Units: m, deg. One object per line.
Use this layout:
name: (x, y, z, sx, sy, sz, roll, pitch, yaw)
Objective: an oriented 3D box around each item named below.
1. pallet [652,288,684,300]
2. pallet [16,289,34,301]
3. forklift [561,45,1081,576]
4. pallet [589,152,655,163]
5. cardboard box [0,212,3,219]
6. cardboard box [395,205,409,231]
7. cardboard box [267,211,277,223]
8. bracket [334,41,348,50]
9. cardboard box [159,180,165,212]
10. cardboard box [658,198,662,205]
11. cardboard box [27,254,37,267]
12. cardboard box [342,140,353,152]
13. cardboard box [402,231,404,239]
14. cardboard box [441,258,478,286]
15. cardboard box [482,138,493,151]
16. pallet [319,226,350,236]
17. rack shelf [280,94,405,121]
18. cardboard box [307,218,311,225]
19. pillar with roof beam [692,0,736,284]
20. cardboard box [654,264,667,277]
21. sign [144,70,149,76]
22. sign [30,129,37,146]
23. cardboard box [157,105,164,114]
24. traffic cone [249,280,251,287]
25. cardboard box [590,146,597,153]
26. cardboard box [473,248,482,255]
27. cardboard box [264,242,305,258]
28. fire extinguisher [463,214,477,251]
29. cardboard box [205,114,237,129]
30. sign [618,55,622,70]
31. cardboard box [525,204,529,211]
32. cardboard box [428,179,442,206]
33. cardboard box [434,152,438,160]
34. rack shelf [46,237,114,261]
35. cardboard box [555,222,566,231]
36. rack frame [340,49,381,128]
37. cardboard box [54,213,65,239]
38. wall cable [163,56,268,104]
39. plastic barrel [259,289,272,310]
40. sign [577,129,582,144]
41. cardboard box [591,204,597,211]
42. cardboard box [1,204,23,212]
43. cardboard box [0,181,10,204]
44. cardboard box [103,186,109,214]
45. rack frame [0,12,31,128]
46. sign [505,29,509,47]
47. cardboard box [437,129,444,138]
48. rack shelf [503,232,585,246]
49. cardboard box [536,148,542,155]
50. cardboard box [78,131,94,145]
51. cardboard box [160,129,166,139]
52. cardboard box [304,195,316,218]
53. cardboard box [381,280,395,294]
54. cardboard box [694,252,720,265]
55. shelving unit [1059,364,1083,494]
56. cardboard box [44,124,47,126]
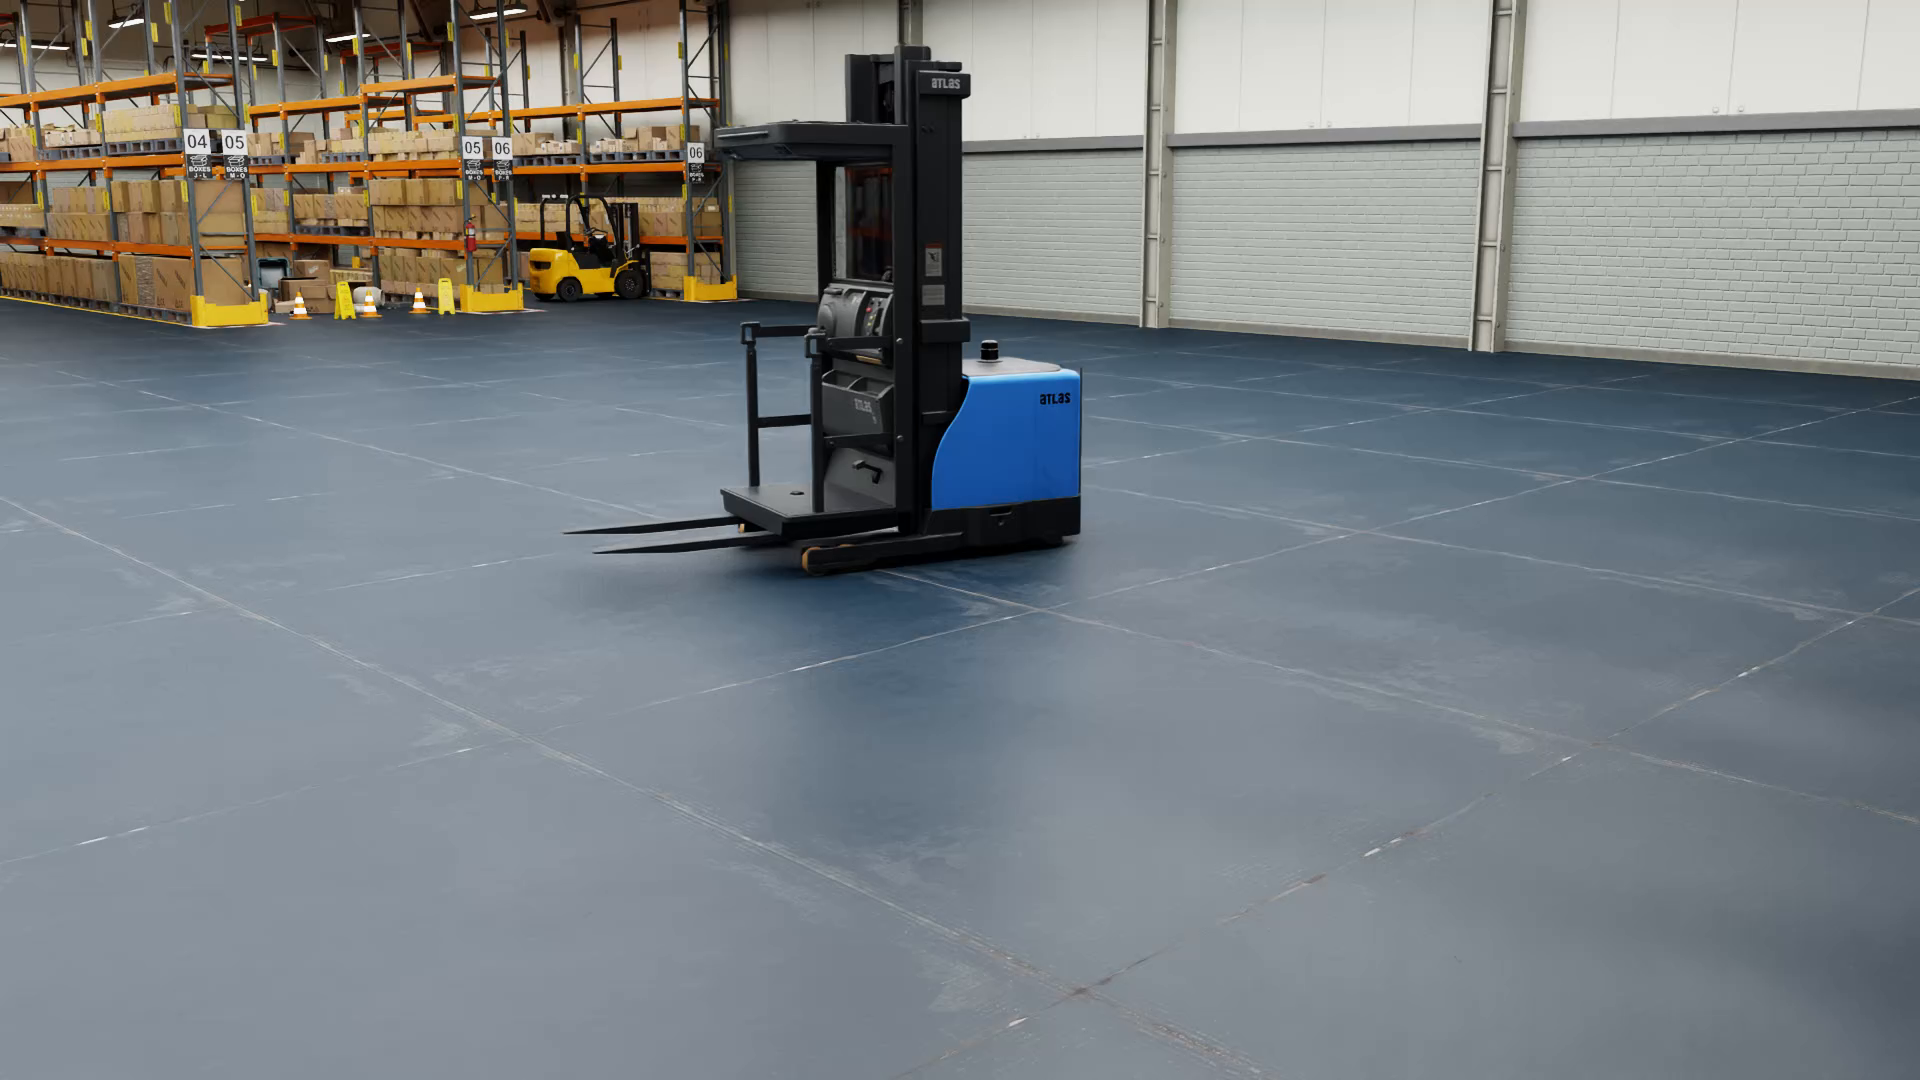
pallet: (-5.801, -5.256, 35.399, 1.003, 0.211, 1.213, -11, 16, -43)
pallet: (-19.242, -5.213, 35.191, 1.003, 0.211, 1.213, -11, 16, -43)
forklift: (-0.800, -1.353, 9.717, 3.031, 2.935, 1.130, -6, 13, -28)
pallet: (-7.397, -8.404, 36.557, 1.003, 0.211, 1.213, -11, 16, -43)
cardboard box: (-19.961, -6.825, 34.949, 0.380, 0.149, 0.250, -10, 15, -40)
cardboard box: (-10.789, -6.354, 32.833, 0.500, 0.500, 0.500, -11, 16, -43)
cardboard box: (-15.229, -7.272, 37.408, 0.500, 0.250, 0.500, 11, 16, 44)
bracket: (-17.472, -13.961, 46.955, 0.235, 0.232, 0.430, -11, 16, -43)
cardboard box: (-13.303, -5.949, 28.805, 0.875, 0.550, 0.550, -11, 16, -43)
cardboard box: (-6.153, -7.164, 35.157, 0.380, 0.149, 0.250, -11, 16, -42)
cardboard box: (-18.883, -5.771, 34.283, 0.500, 0.250, 0.500, -11, 16, -42)
cardboard box: (-12.446, -8.148, 34.425, 0.500, 0.250, 0.500, -11, 16, -42)
cardboard box: (-10.837, -6.054, 32.985, 0.380, 0.149, 0.250, -11, 16, -43)
cardboard box: (-9.571, -5.130, 31.794, 0.500, 0.500, 0.500, -11, 16, -42)
cardboard box: (-8.984, -7.475, 31.463, 0.500, 0.250, 0.500, -11, 16, -44)
pallet: (-12.958, -6.614, 35.556, 1.003, 0.211, 1.213, -11, 16, -43)
rack shelf: (-12.973, -9.089, 35.002, 1.077, 0.370, 4.000, -11, 16, -43)
cardboard box: (-13.938, -6.908, 36.090, 0.250, 0.149, 0.380, 10, 16, 41)
pillar with roof beam: (-8.185, -9.081, 32.190, 9.100, 9.000, 0.548, -11, 16, -43)
cardboard box: (-6.143, -5.722, 35.284, 0.500, 0.250, 0.500, -11, 16, -43)
sign: (-20.285, -11.556, 41.491, 0.100, 0.325, 0.005, -11, 16, -43)
sign: (-18.258, -7.934, 32.771, 0.100, 0.325, 0.005, -11, 16, -43)
cardboard box: (-13.166, -7.186, 27.783, 0.380, 0.149, 0.250, -11, 16, -42)
traffic cone: (-14.384, -5.054, 33.794, 0.336, 0.463, 0.334, -11, 16, -43)
cardboard box: (-7.914, -8.592, 36.584, 0.380, 0.149, 0.250, -10, 16, -41)
cardboard box: (-11.974, -7.180, 41.377, 0.380, 0.149, 0.250, -11, 16, -43)
cardboard box: (-15.384, -6.399, 38.263, 0.875, 0.875, 0.875, -11, 16, -42)
fire extinguisher: (-9.084, -5.705, 30.859, 0.296, 0.674, 0.183, -11, 16, -43)
cardboard box: (-12.488, -7.021, 27.970, 0.500, 0.250, 0.500, -11, 16, -43)
sign: (-7.586, -10.647, 37.080, 0.100, 0.325, 0.005, -11, 16, -43)
cardboard box: (-9.994, -7.821, 39.083, 0.380, 0.149, 0.250, -11, 16, -42)
cardboard box: (-9.684, -6.627, 31.681, 0.700, 0.500, 0.500, -11, 16, -42)
cardboard box: (-9.759, -7.304, 31.620, 0.380, 0.149, 0.250, -11, 16, -42)
rack shelf: (-16.483, -5.642, 32.147, 1.077, 0.370, 4.000, -11, 16, -43)
cardboard box: (-8.893, -7.136, 37.985, 0.500, 0.250, 0.500, -11, 16, -43)
rack frame: (-16.292, -11.789, 45.333, 1.000, 3.000, 0.127, -11, 16, -43)
cardboard box: (-17.397, -6.159, 32.622, 0.500, 0.500, 0.500, -11, 16, -43)
wall cable: (-21.424, -12.393, 48.172, 2.988, 3.039, 0.133, -11, 16, -43)
plastic barrel: (-13.209, -4.489, 31.152, 0.512, 0.421, 0.421, -1, 12, -4)
sign: (-8.390, -8.899, 36.677, 0.100, 0.325, 0.005, -11, 16, -43)
cardboard box: (-7.975, -7.383, 36.958, 0.380, 0.149, 0.250, -11, 16, -43)
cardboard box: (-19.794, -6.934, 34.742, 0.380, 0.149, 0.250, -10, 15, -40)
cardboard box: (-21.147, -7.586, 36.334, 0.500, 0.500, 0.500, 11, 16, 43)
cardboard box: (-15.449, -6.313, 30.895, 0.700, 0.500, 0.500, -11, 16, -44)
rack frame: (-20.627, -9.809, 35.719, 1.000, 3.000, 0.127, -11, 16, -43)
sign: (-8.437, -9.334, 30.903, 0.100, 0.325, 0.005, -11, 16, -43)
cardboard box: (-9.617, -7.646, 31.303, 0.380, 0.149, 0.250, -11, 16, -43)
rack shelf: (-9.386, -7.039, 38.927, 1.077, 0.370, 4.000, -11, 16, -43)
cardboard box: (-9.516, -8.931, 38.227, 0.380, 0.149, 0.250, -11, 16, -43)
cardboard box: (-16.114, -7.503, 31.044, 0.500, 0.250, 0.500, -11, 16, -43)
cardboard box: (-13.166, -6.795, 27.861, 0.380, 0.149, 0.250, -11, 16, -42)
cardboard box: (-13.846, -7.218, 35.989, 0.500, 0.500, 0.500, -10, 15, -40)
cardboard box: (-11.380, -5.143, 33.712, 0.500, 0.250, 0.500, 11, 16, 43)
cardboard box: (-5.437, -5.961, 35.207, 0.500, 0.250, 0.500, -11, 16, -43)
shelving unit: (0.628, -0.593, 10.689, 0.215, 1.050, 0.252, -6, 13, -28)
cardboard box: (-18.505, -8.384, 34.093, 0.396, 0.266, 0.258, -11, 16, -43)
